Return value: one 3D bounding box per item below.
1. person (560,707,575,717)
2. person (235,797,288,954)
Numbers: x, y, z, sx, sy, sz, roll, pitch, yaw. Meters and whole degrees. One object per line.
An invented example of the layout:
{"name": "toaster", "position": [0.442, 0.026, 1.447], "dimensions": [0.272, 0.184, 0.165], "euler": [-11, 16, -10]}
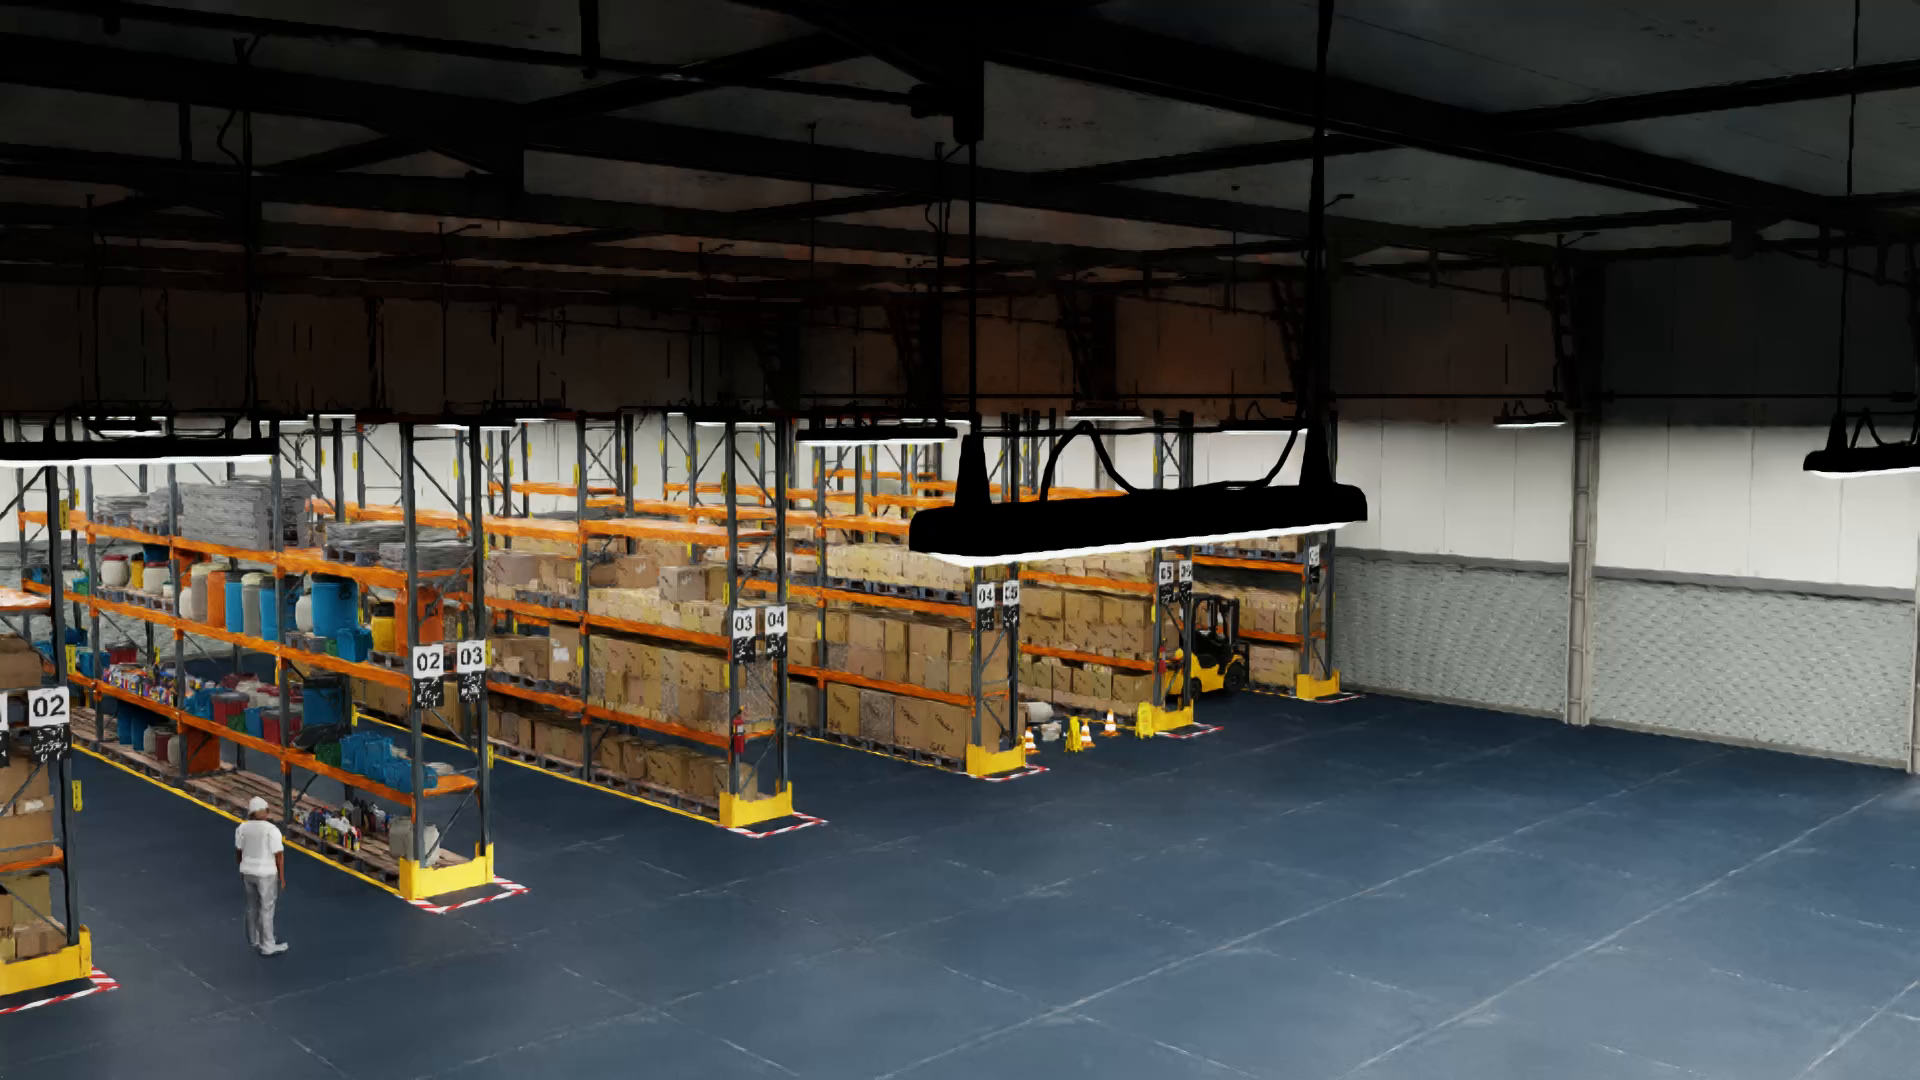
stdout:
{"name": "person", "position": [-7.381, 2.752, 31.373], "dimensions": [0.564, 1.675, 0.383], "euler": [3, 6, 32]}
{"name": "person", "position": [-7.939, 3.790, 18.956], "dimensions": [0.632, 1.759, 0.453], "euler": [1, 5, 16]}
